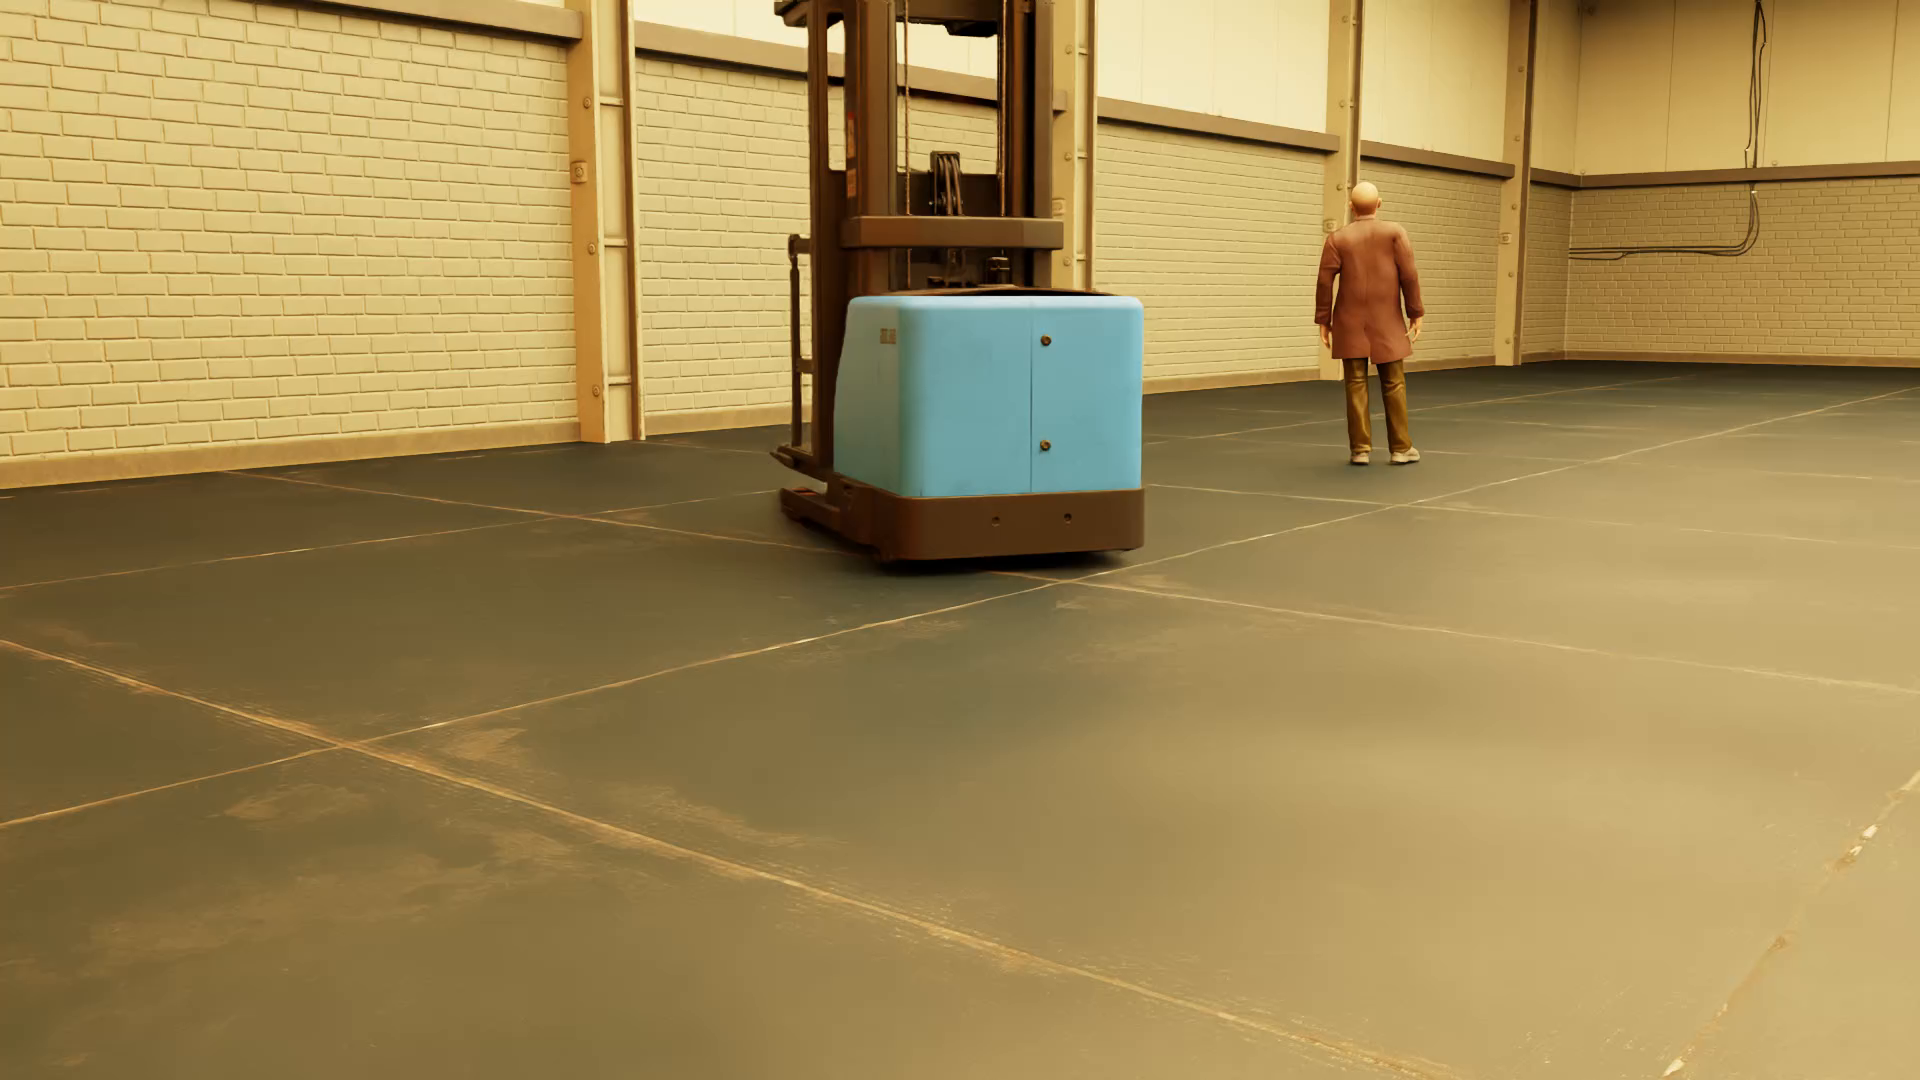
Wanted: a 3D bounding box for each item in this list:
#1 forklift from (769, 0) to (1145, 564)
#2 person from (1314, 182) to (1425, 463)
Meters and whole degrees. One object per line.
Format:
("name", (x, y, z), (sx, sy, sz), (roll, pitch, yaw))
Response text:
("forklift", (-0.226, -1.529, 7.730), (1.130, 2.935, 3.031), (-3, 9, -19))
("person", (2.640, -1.389, 10.703), (0.695, 1.776, 0.582), (3, 9, 21))
